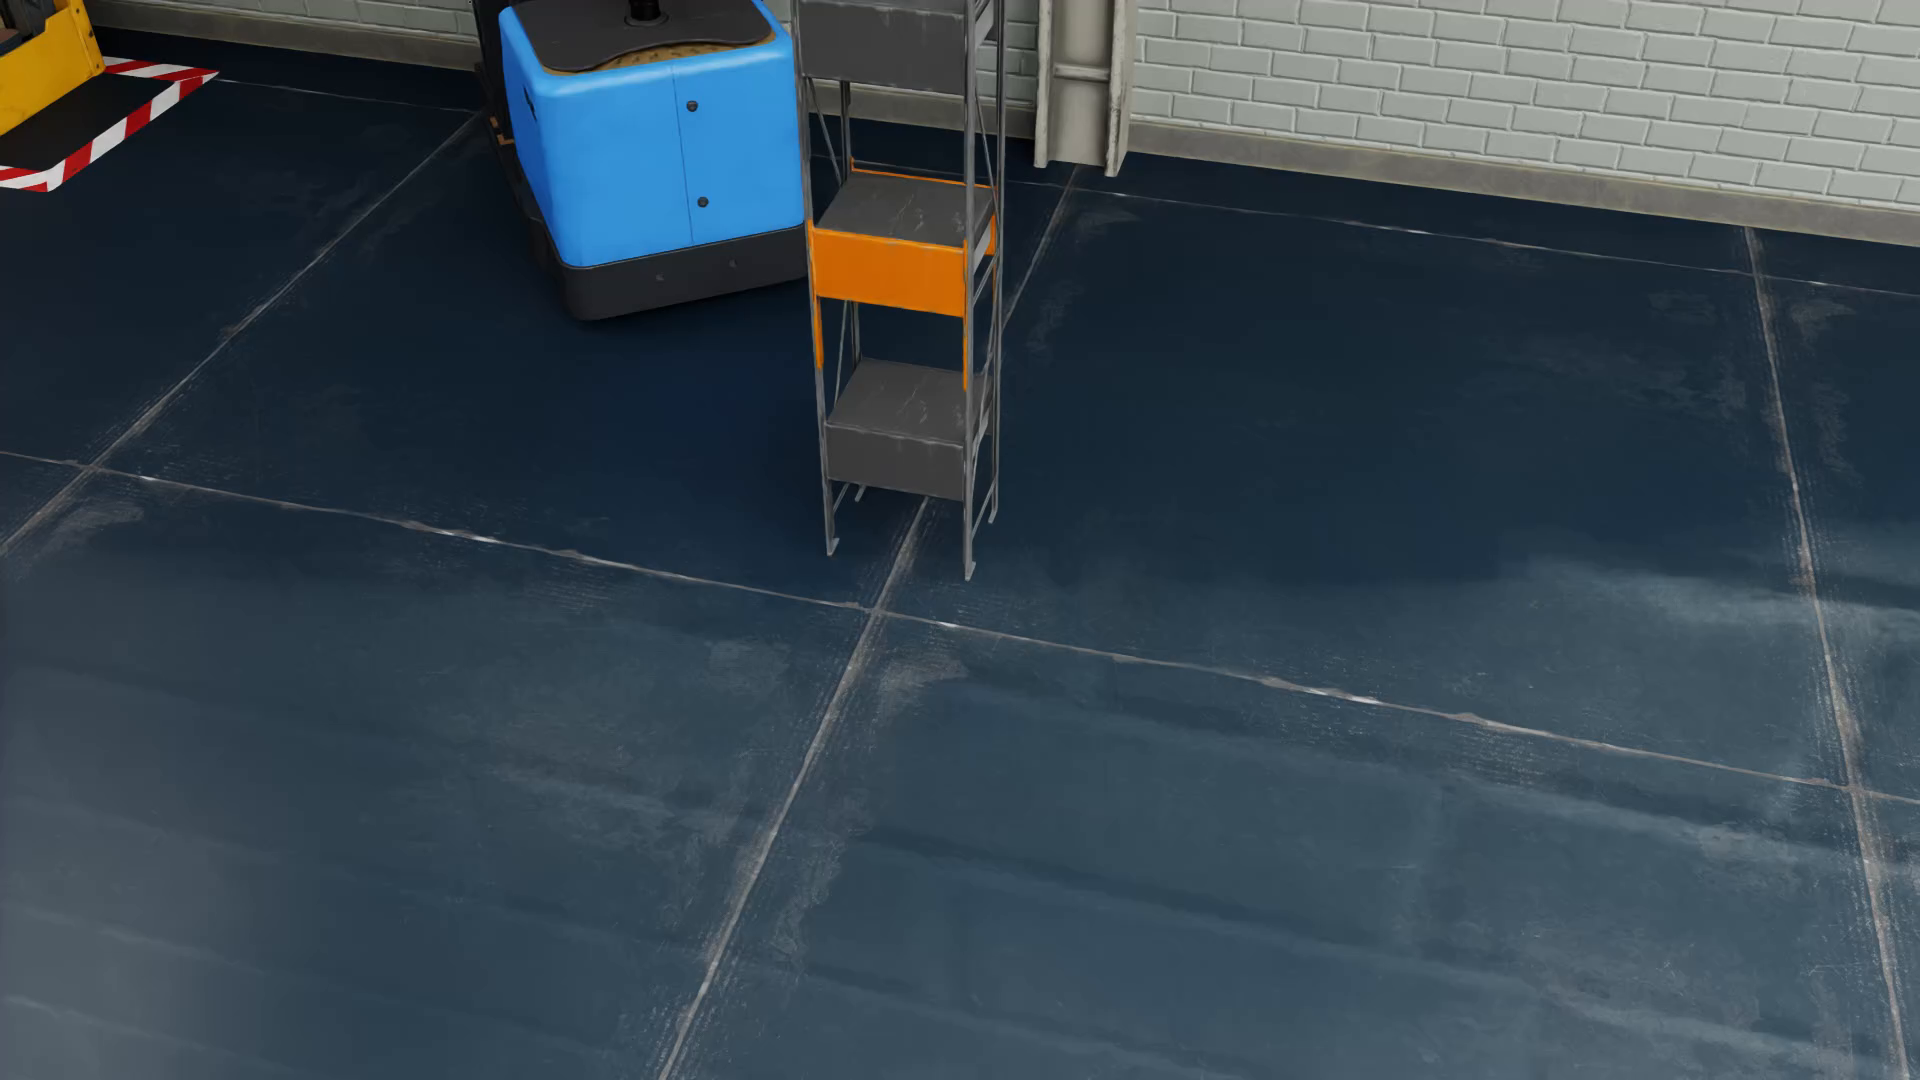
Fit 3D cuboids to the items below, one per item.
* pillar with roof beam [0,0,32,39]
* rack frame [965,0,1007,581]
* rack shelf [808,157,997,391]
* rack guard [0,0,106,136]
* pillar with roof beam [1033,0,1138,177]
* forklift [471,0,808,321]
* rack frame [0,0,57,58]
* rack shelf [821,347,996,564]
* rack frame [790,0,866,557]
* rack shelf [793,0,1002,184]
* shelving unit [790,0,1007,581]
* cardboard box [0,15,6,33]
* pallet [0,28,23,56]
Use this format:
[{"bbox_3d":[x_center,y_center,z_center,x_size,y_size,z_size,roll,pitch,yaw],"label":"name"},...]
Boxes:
[{"bbox_3d":[-6.332,-3.593,3.032,0.400,9.000,9.100,10,41,11],"label":"pillar with roof beam"},{"bbox_3d":[0.076,-0.791,5.059,0.015,2.100,0.400,10,41,11],"label":"rack frame"},{"bbox_3d":[-0.160,-0.821,5.116,0.480,0.518,0.431,10,41,11],"label":"rack shelf"},{"bbox_3d":[-4.757,-2.334,8.140,0.348,0.500,1.175,10,41,11],"label":"rack guard"},{"bbox_3d":[-0.536,-2.596,1.844,0.400,9.000,9.100,10,41,11],"label":"pillar with roof beam"},{"bbox_3d":[-1.628,-2.958,6.993,1.130,2.935,3.031,-14,42,-17],"label":"forklift"},{"bbox_3d":[-4.780,-3.295,7.341,0.127,3.000,1.000,10,41,11],"label":"rack frame"},{"bbox_3d":[-0.160,-0.285,5.566,0.480,0.518,0.431,10,41,11],"label":"rack shelf"},{"bbox_3d":[-0.396,-0.872,5.156,0.015,2.100,0.400,10,41,11],"label":"rack frame"},{"bbox_3d":[-0.160,-1.357,4.666,0.480,0.518,0.431,10,41,11],"label":"rack shelf"},{"bbox_3d":[-0.160,-0.832,5.108,0.503,2.100,0.431,10,41,11],"label":"shelving unit"},{"bbox_3d":[-5.204,-2.606,8.332,0.500,0.250,0.500,10,41,12],"label":"cardboard box"},{"bbox_3d":[-5.529,-2.328,8.358,1.213,0.211,1.003,10,41,11],"label":"pallet"}]
